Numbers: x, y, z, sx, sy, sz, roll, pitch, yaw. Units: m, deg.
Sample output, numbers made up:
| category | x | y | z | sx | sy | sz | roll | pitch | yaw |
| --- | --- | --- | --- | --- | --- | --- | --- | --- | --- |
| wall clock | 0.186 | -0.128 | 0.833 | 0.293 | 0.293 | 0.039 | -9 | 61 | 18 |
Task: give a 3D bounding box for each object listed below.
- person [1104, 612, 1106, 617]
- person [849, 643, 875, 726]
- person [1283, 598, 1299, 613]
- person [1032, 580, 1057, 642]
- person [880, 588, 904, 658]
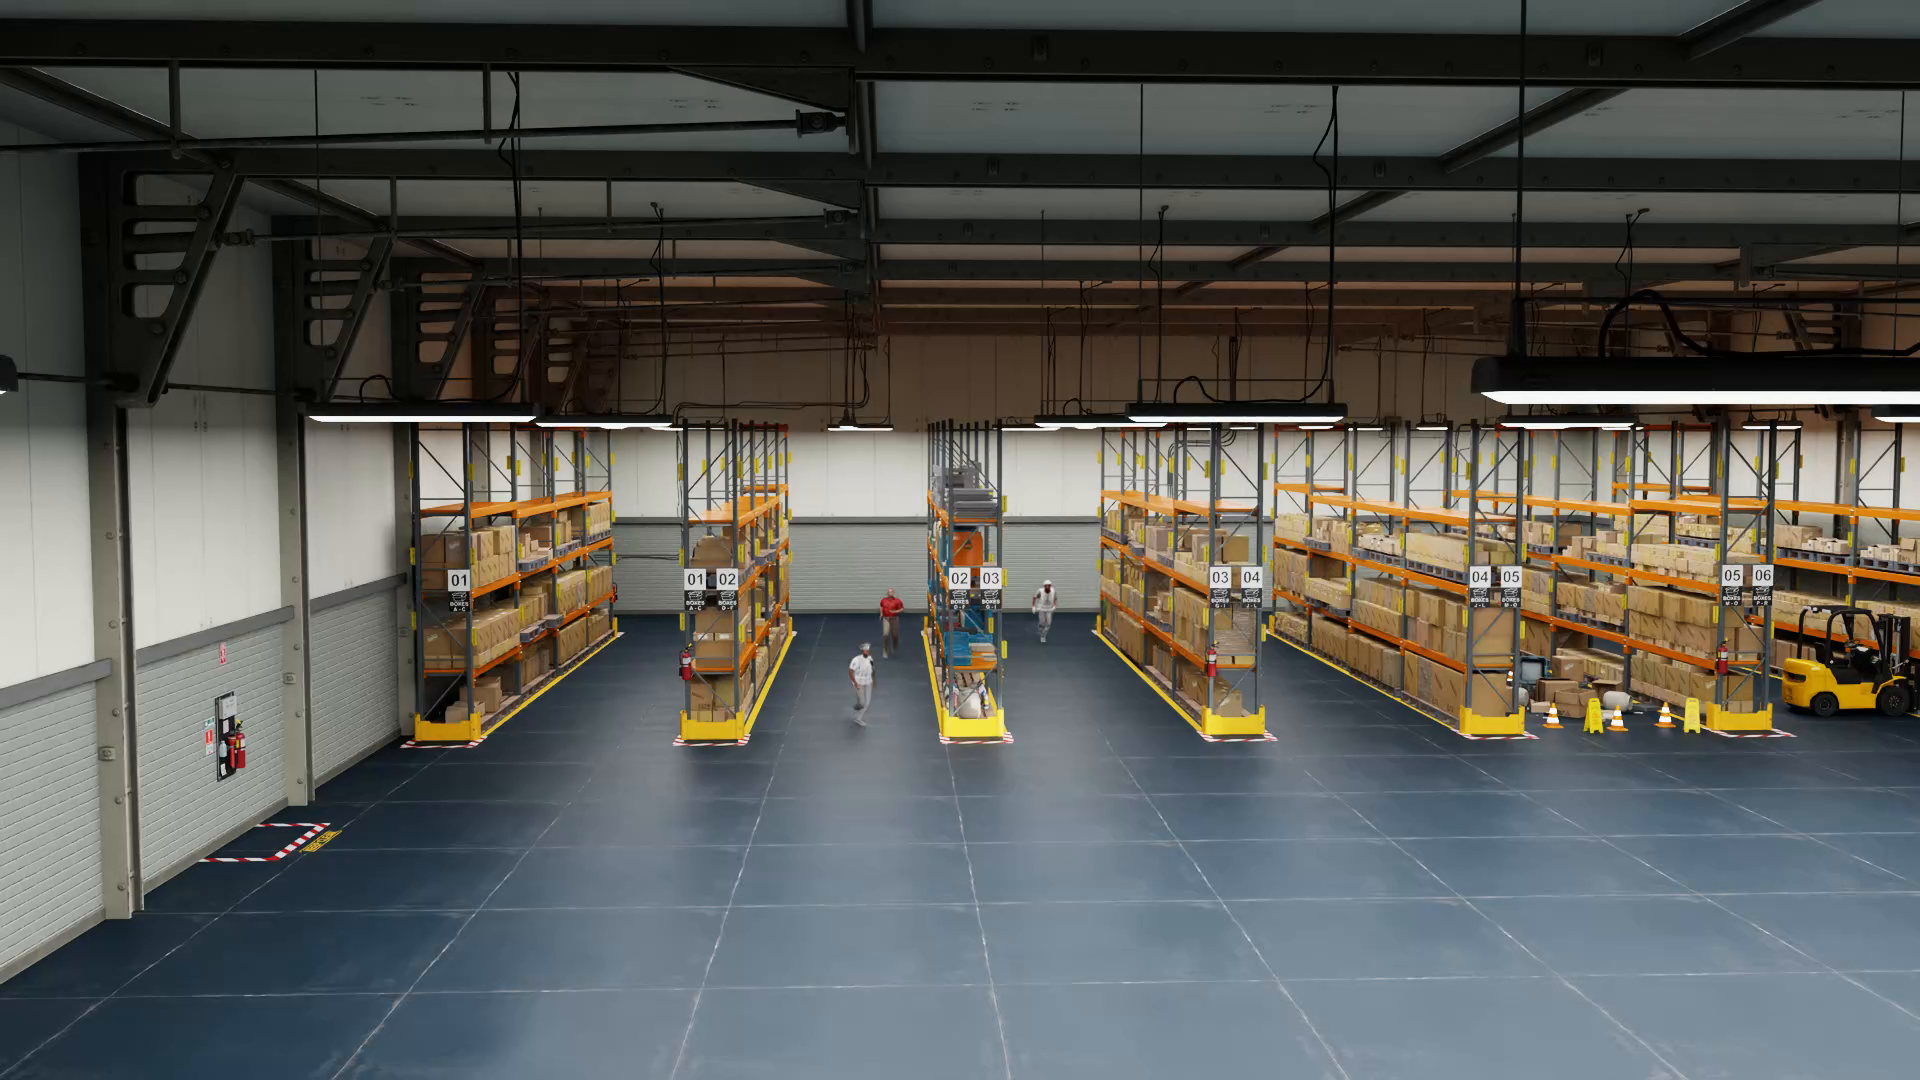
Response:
| category | x | y | z | sx | sy | sz | roll | pitch | yaw |
| --- | --- | --- | --- | --- | --- | --- | --- | --- | --- |
| person | 4.498 | 1.730 | 49.139 | 0.712 | 1.709 | 0.801 | 3 | 5 | 42 |
| person | -1.943 | 2.822 | 32.742 | 0.573 | 1.636 | 0.533 | -2 | 4 | -29 |
| person | 9.814 | 1.775 | 48.753 | 0.707 | 1.704 | 0.649 | 0 | 4 | 4 |
| person | 2.337 | 1.941 | 45.783 | 0.674 | 1.711 | 0.695 | -1 | 4 | -20 |
| person | -1.765 | 2.128 | 42.677 | 0.652 | 1.790 | 0.765 | 0 | 4 | 5 |
